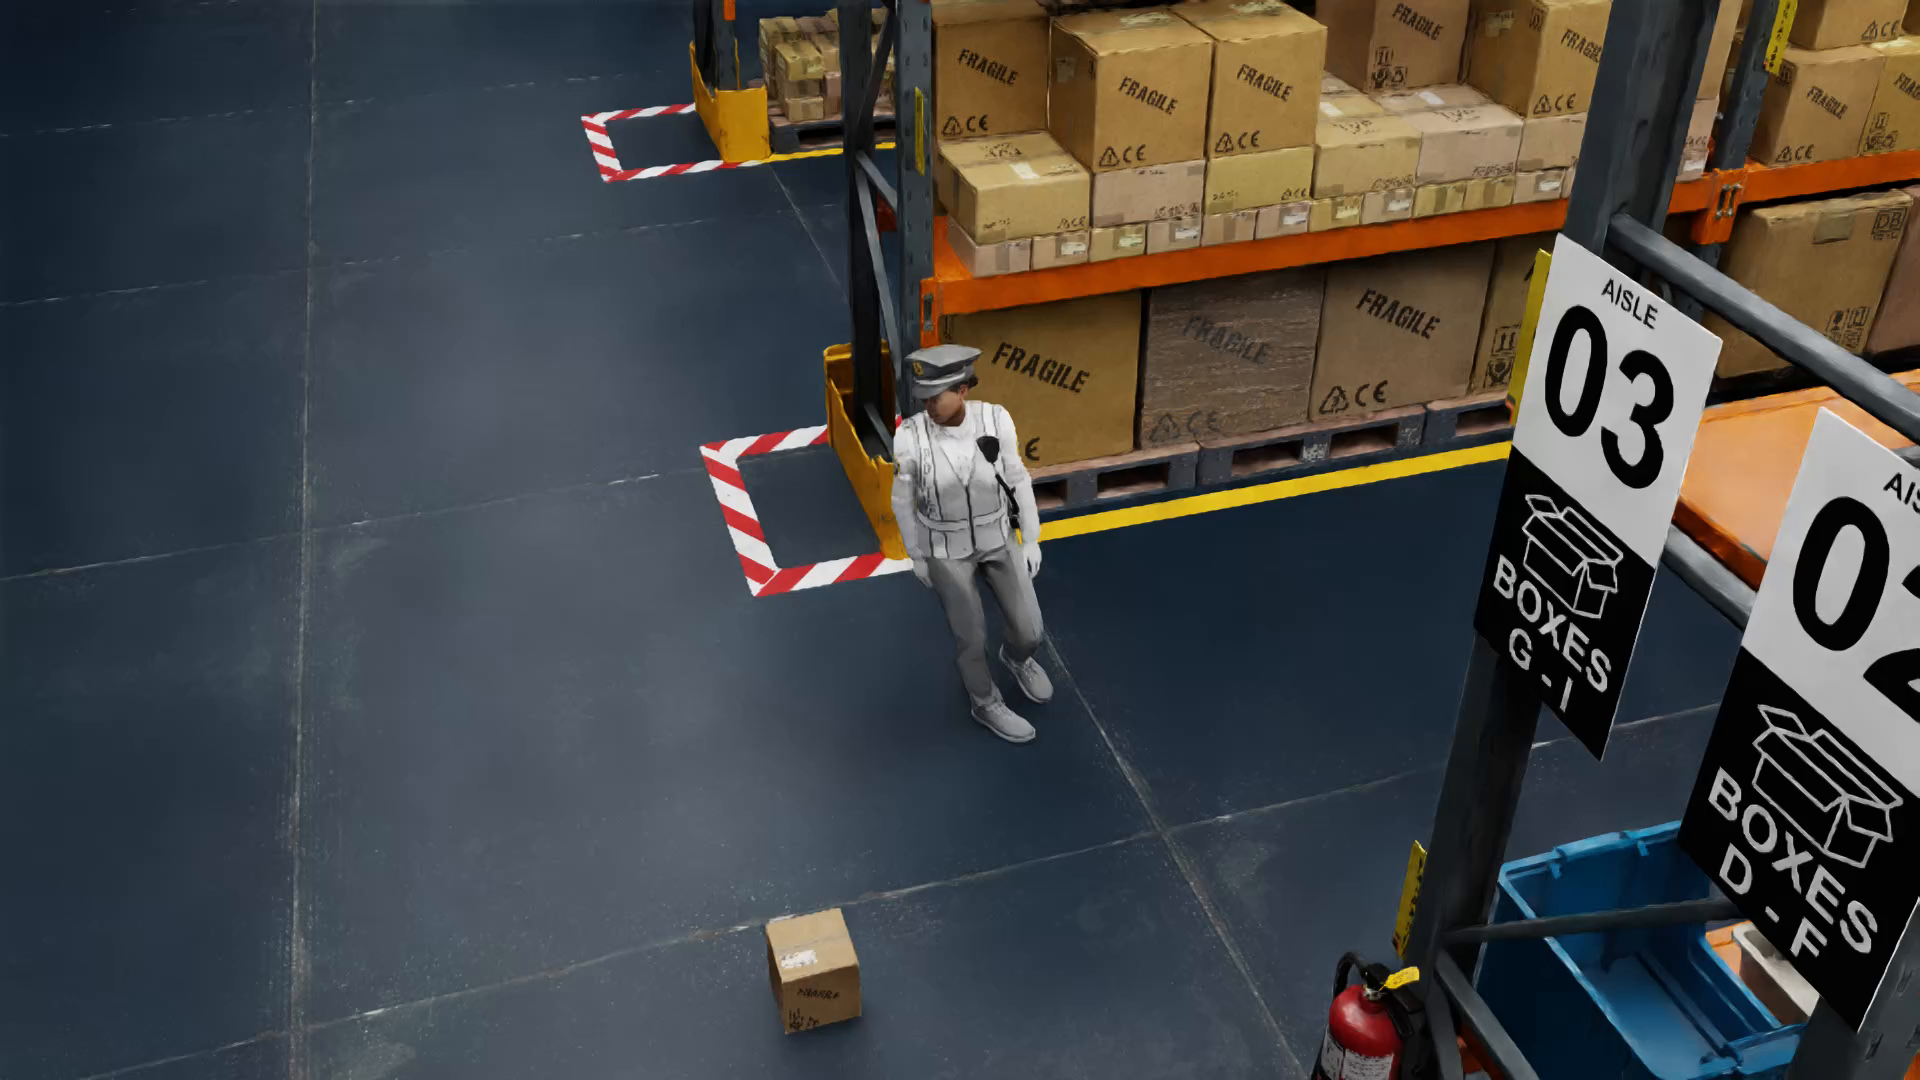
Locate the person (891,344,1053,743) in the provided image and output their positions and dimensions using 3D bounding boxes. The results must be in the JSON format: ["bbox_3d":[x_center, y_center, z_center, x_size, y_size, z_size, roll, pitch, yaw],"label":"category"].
[{"bbox_3d":[0.081,0.040,6.095,0.626,1.658,0.407,-10,35,-14],"label":"person"}]
